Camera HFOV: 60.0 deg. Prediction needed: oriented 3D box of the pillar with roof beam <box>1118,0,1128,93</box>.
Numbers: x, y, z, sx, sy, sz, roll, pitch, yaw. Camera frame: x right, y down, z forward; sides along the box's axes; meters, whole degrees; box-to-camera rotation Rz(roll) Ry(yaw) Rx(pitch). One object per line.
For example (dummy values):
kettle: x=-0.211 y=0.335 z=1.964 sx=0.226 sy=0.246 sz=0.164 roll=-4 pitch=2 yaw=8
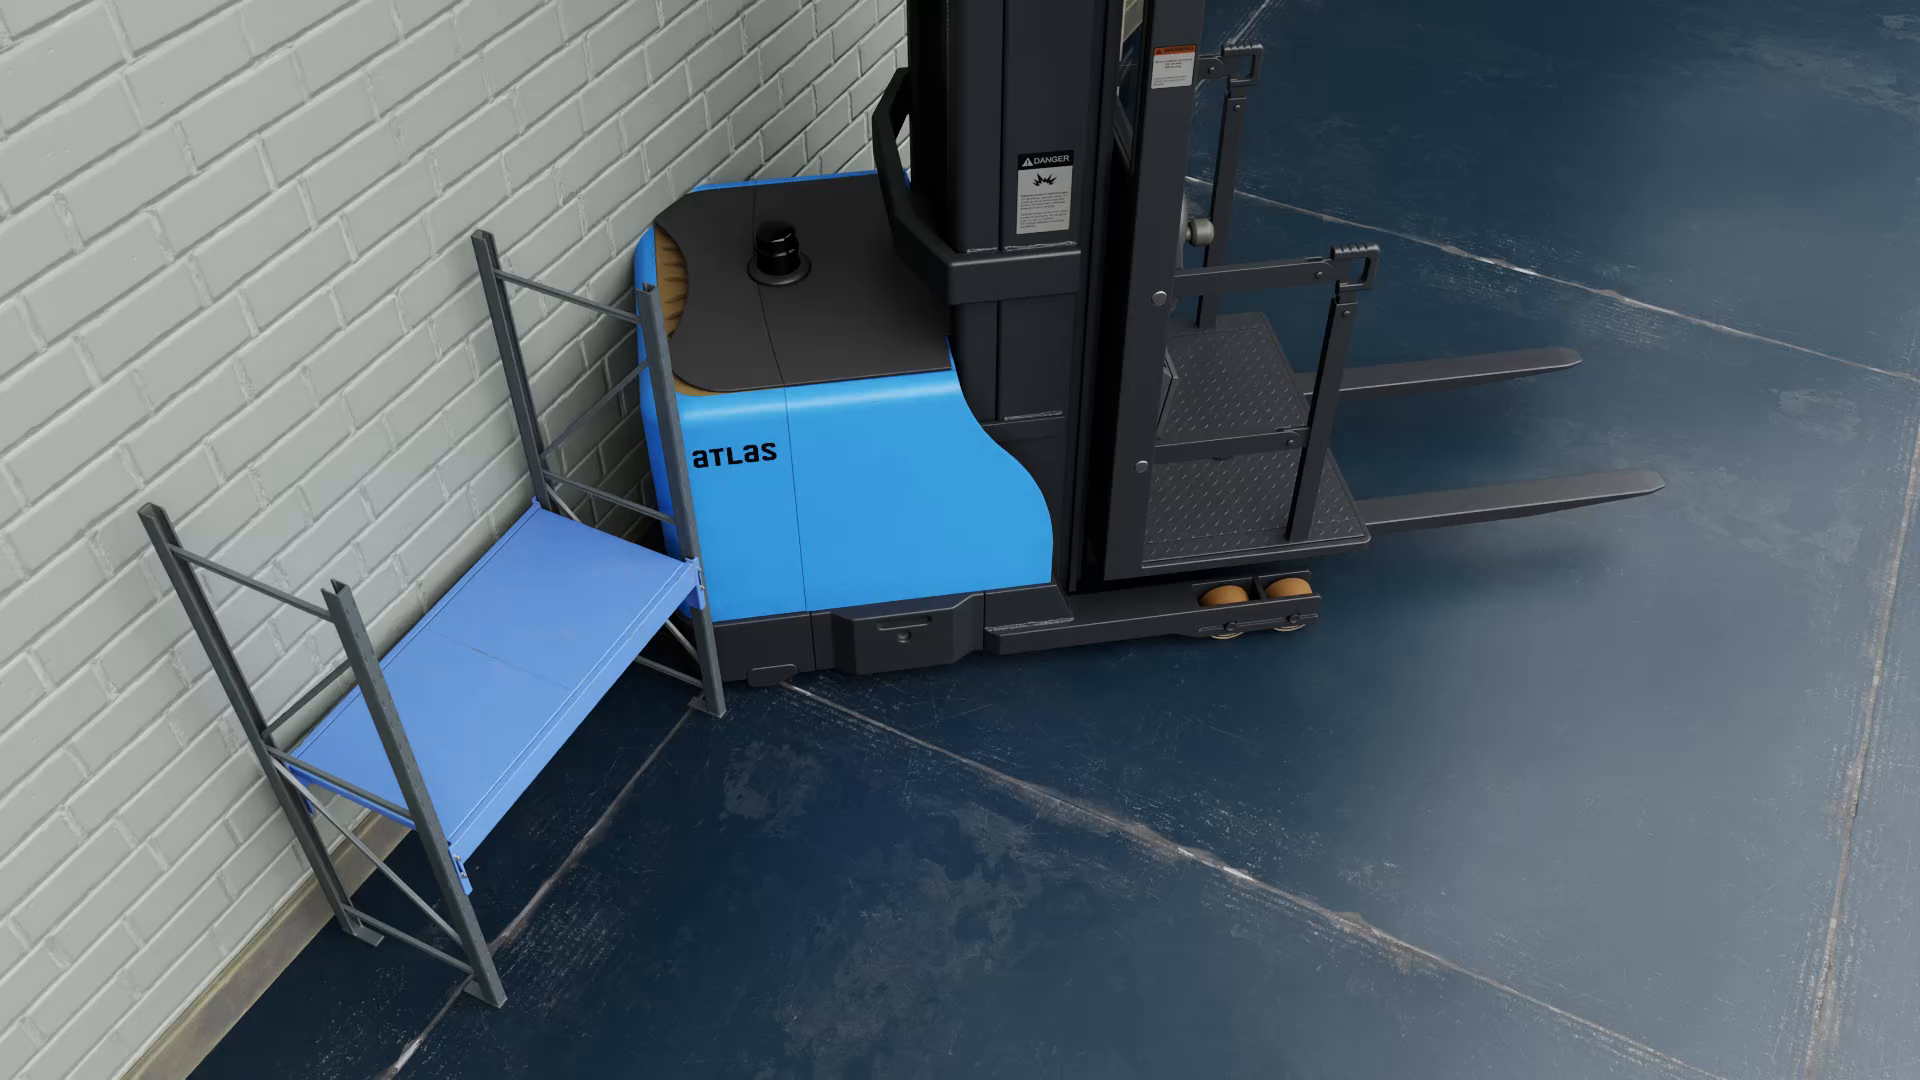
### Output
pillar with roof beam: x=4.248 y=-3.379 z=2.263 sx=9.100 sy=9.000 sz=0.400 roll=20 pitch=49 yaw=19

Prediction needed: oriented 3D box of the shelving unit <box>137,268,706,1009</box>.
shelving unit: x=-1.128 y=0.221 z=3.977 sx=0.538 sy=1.500 sz=1.039 roll=19 pitch=48 yaw=18

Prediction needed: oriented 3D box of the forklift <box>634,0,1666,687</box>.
forklift: x=0.621 y=-1.102 z=4.279 sx=3.031 sy=2.935 sz=1.130 roll=-7 pitch=46 yaw=-6

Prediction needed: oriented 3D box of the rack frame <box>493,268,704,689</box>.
rack frame: x=-0.901 y=-0.106 z=4.300 sx=0.475 sy=1.308 sz=0.013 roll=19 pitch=48 yaw=18

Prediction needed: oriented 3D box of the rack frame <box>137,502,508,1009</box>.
rack frame: x=-1.353 y=0.542 z=3.660 sx=0.500 sy=1.500 sz=0.032 roll=19 pitch=48 yaw=18

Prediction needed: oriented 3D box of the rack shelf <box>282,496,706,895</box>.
rack shelf: x=-1.126 y=0.345 z=4.108 sx=0.538 sy=0.185 sz=1.000 roll=19 pitch=48 yaw=18
